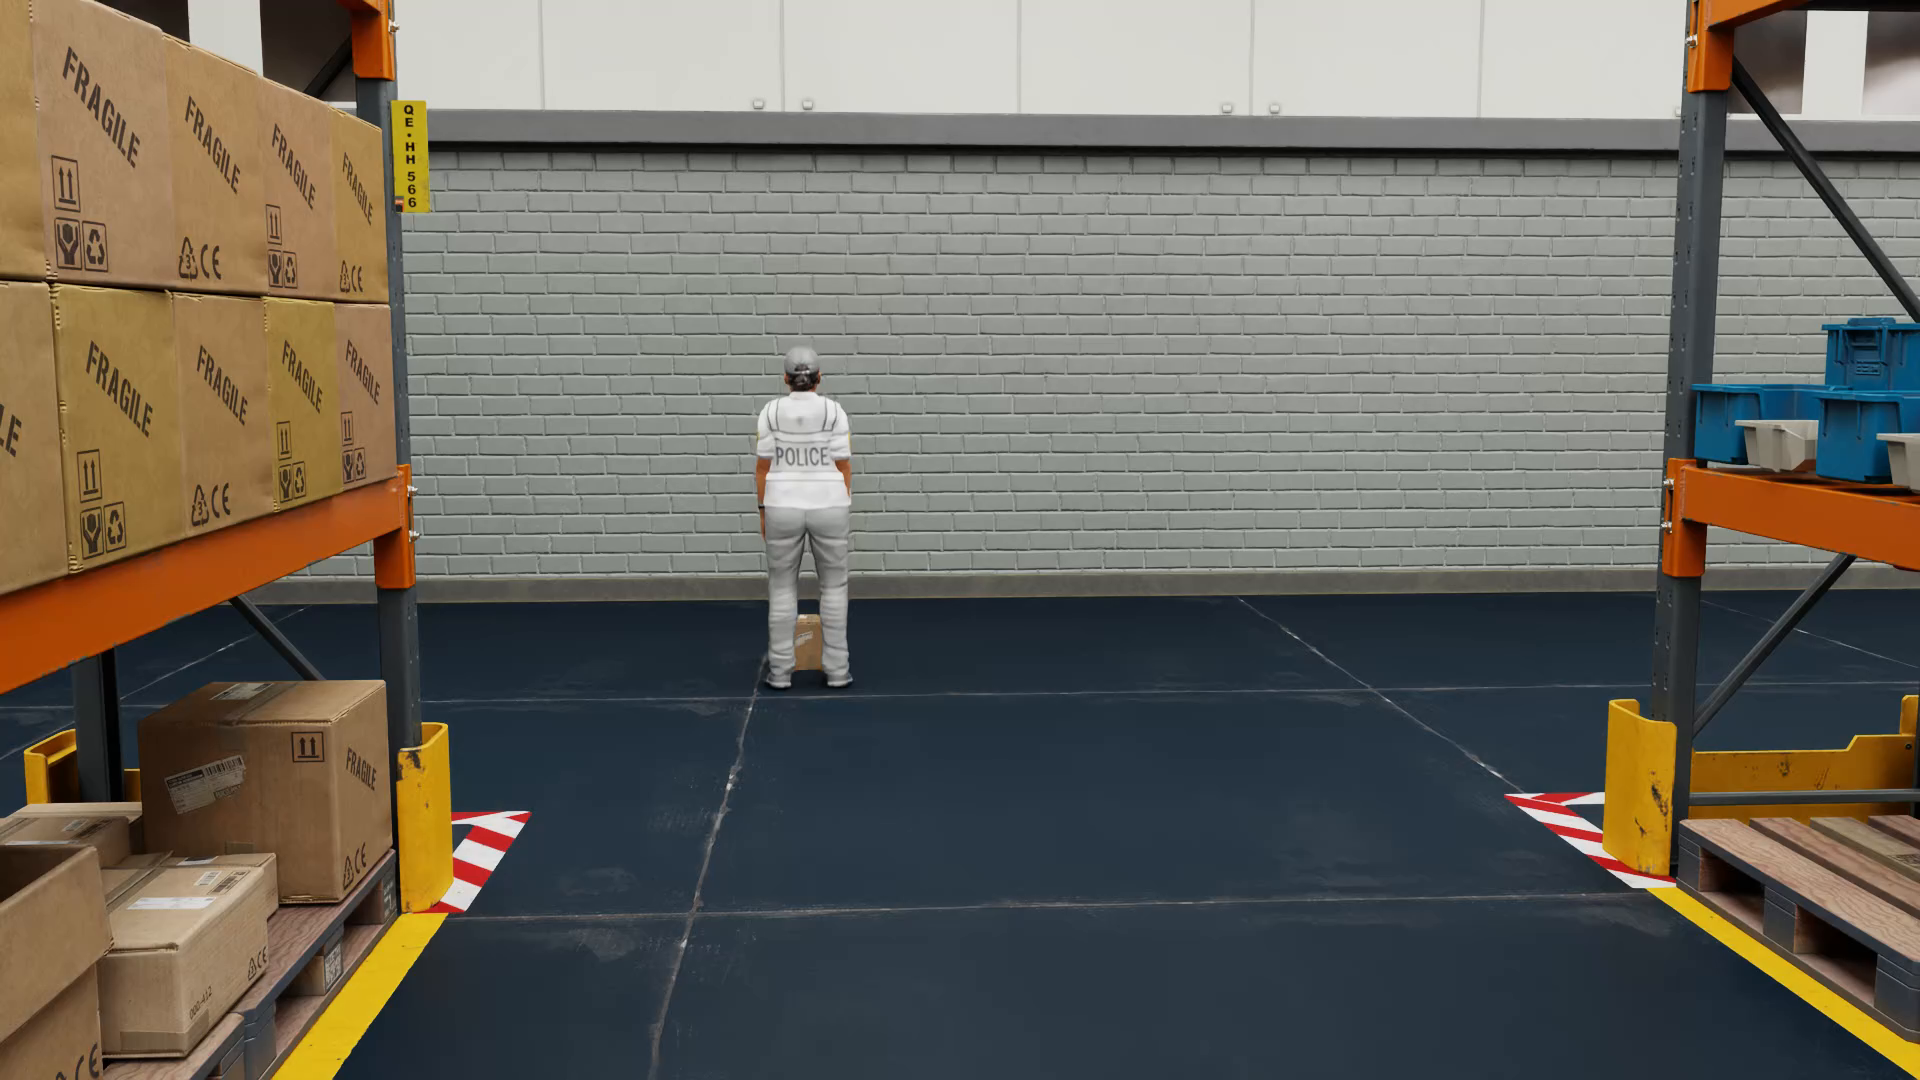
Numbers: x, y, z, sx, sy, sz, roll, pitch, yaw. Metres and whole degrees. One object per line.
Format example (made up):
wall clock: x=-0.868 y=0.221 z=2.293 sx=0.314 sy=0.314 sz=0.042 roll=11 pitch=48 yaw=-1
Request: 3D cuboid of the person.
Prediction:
person: x=-0.761 y=-0.109 z=8.138 sx=0.466 sy=1.668 sz=0.392 roll=0 pitch=7 yaw=-3
